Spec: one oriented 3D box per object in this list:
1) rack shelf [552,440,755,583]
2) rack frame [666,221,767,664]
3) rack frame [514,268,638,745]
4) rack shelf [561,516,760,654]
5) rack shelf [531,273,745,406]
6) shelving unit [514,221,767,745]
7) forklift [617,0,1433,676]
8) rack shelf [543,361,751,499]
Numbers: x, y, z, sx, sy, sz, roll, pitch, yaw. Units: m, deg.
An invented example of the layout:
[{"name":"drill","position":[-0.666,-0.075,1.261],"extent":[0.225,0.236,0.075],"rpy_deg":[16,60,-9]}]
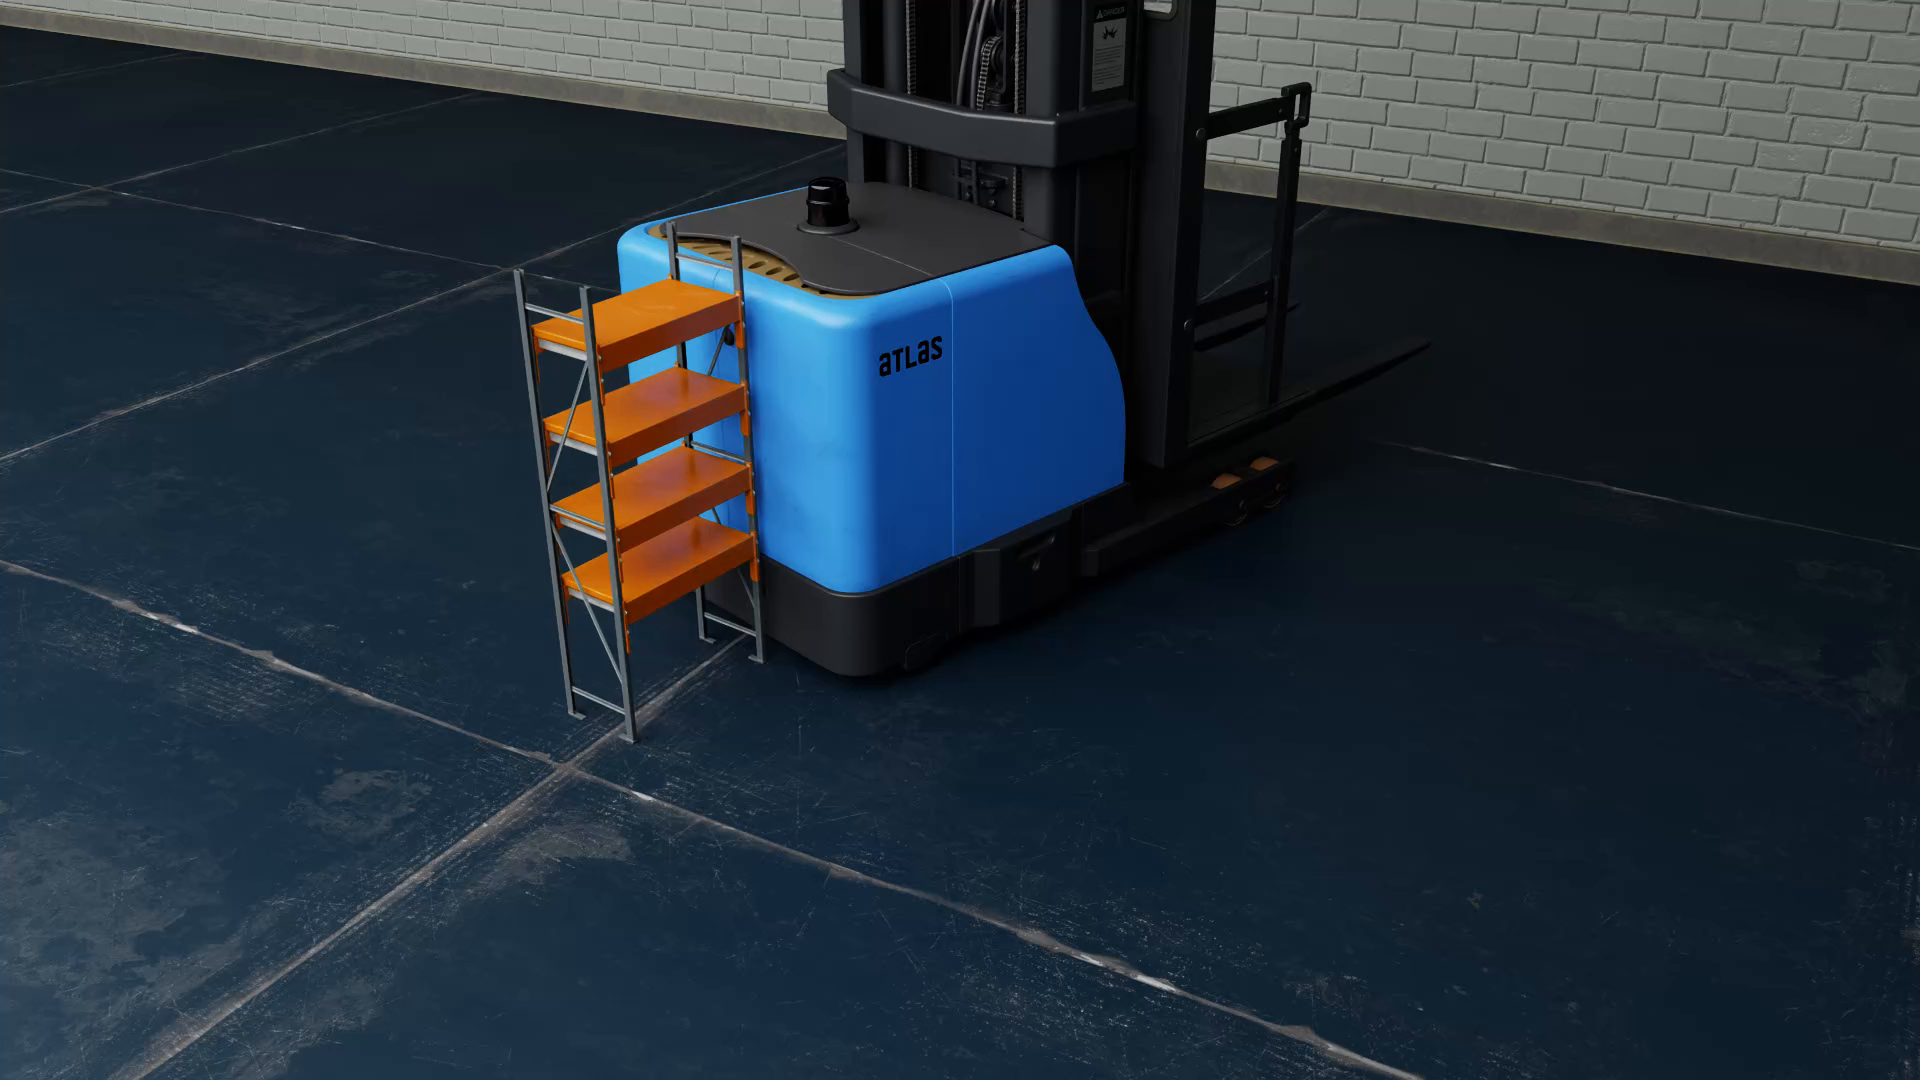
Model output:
[{"name":"rack shelf","position":[-0.777,-0.081,4.221],"extent":[0.258,0.148,0.480],"rpy_deg":[18,32,32]},{"name":"rack frame","position":[-0.634,-0.229,4.367],"extent":[0.240,1.200,0.015],"rpy_deg":[18,32,32]},{"name":"rack frame","position":[-0.920,-0.052,4.014],"extent":[0.240,1.200,0.015],"rpy_deg":[18,32,32]},{"name":"rack shelf","position":[-0.777,0.097,4.310],"extent":[0.258,0.148,0.480],"rpy_deg":[18,32,32]},{"name":"rack shelf","position":[-0.777,-0.492,4.015],"extent":[0.258,0.148,0.480],"rpy_deg":[18,32,32]},{"name":"shelving unit","position":[-0.777,-0.141,4.191],"extent":[0.258,1.200,0.503],"rpy_deg":[18,32,32]},{"name":"forklift","position":[0.455,-1.505,4.983],"extent":[3.031,2.935,1.130],"rpy_deg":[-23,35,-38]},{"name":"rack shelf","position":[-0.777,-0.281,4.121],"extent":[0.258,0.148,0.480],"rpy_deg":[18,32,32]}]
